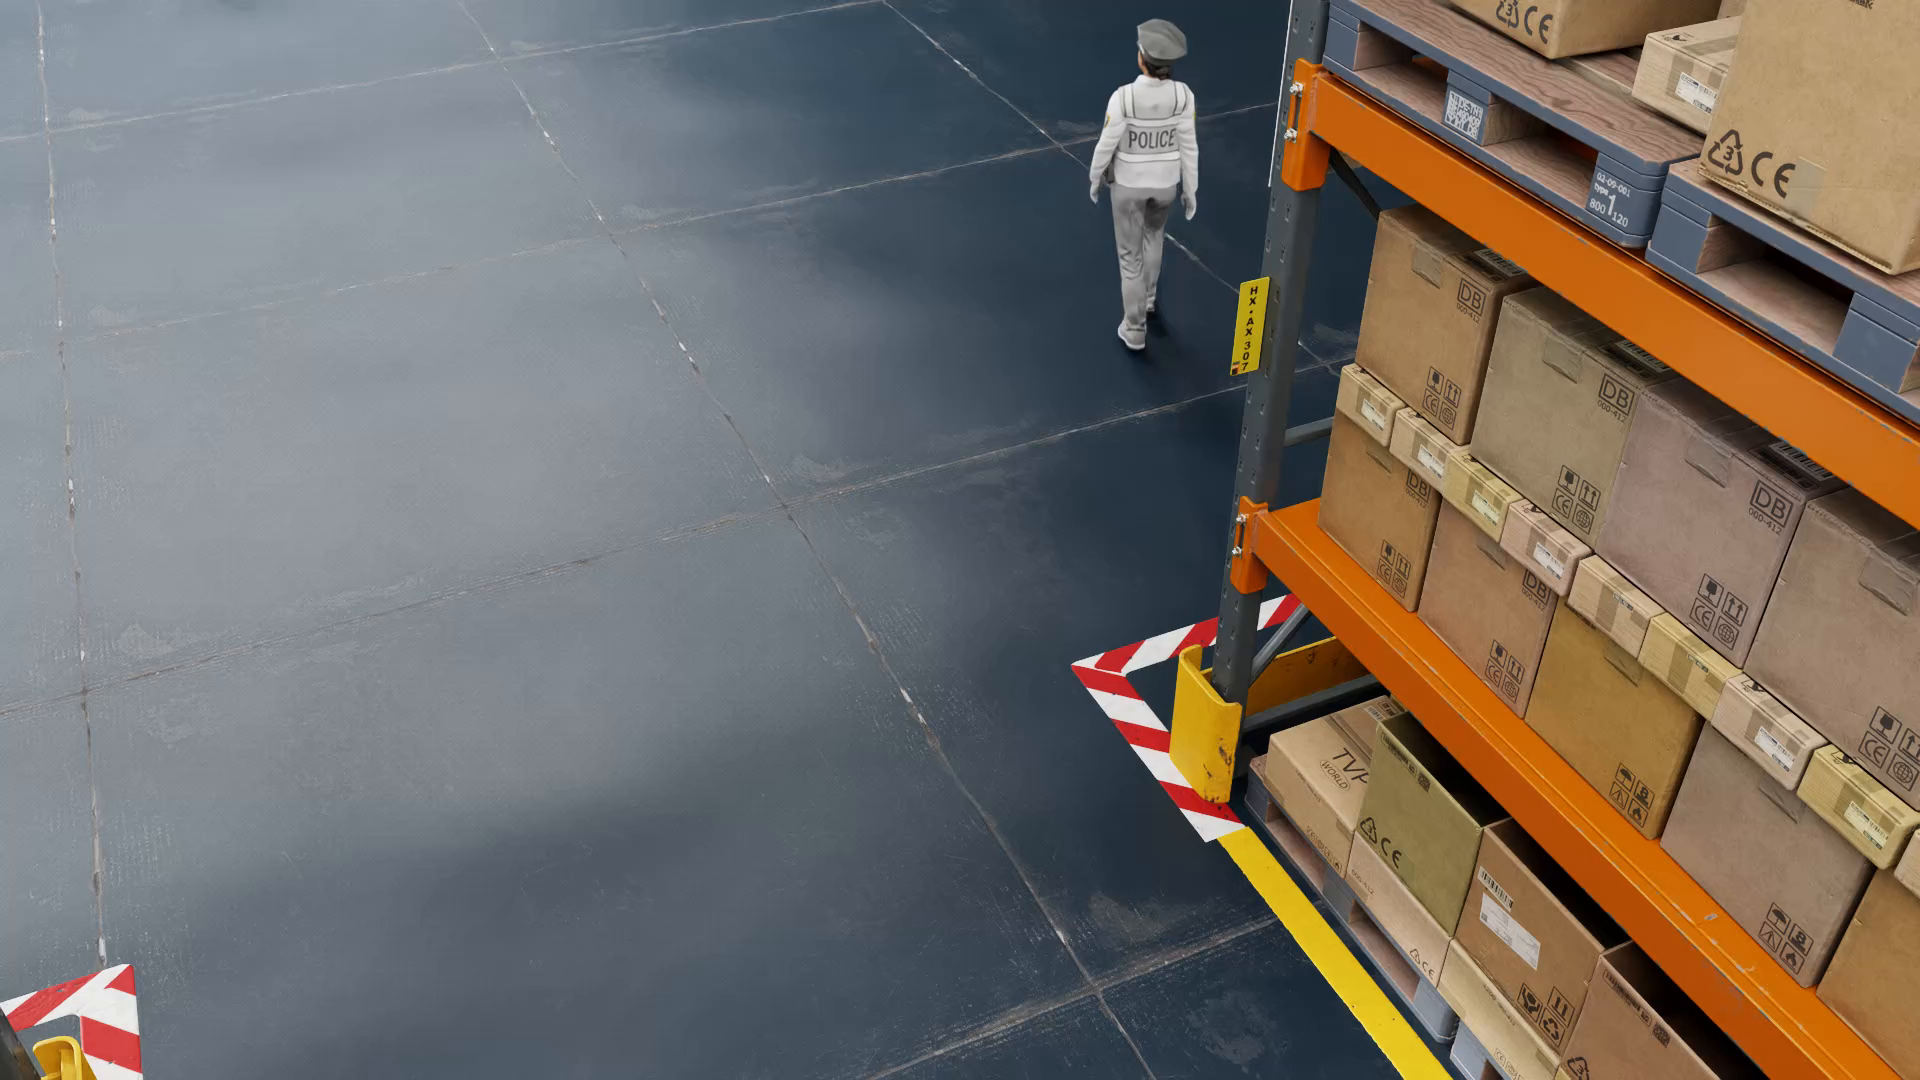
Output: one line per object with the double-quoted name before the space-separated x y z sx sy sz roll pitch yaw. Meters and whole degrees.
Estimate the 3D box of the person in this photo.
"person" 0.921 -1.791 8.483 0.523 1.754 0.588 -7 38 -9
